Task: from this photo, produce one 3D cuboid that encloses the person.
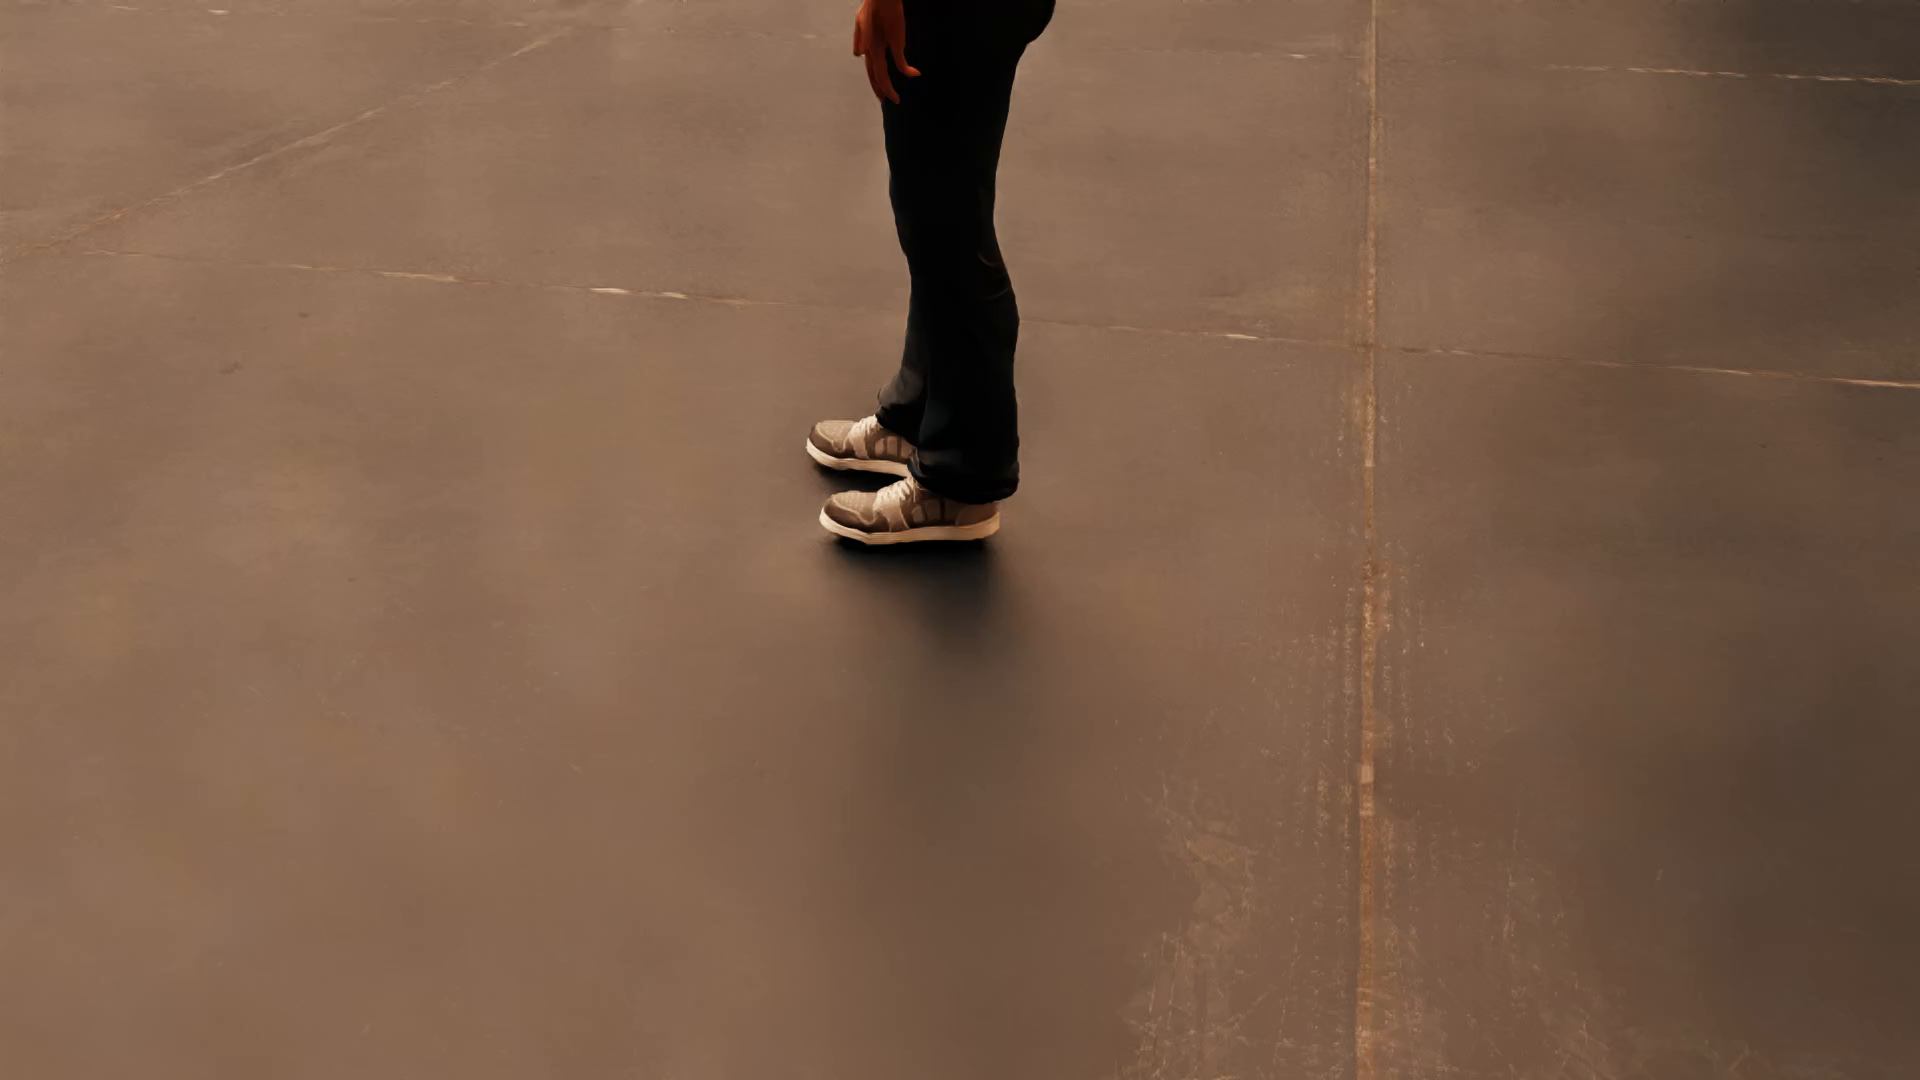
[{"bbox_3d":[-0.069,-0.733,2.164,0.474,1.597,0.520,6,27,11],"label":"person"}]
